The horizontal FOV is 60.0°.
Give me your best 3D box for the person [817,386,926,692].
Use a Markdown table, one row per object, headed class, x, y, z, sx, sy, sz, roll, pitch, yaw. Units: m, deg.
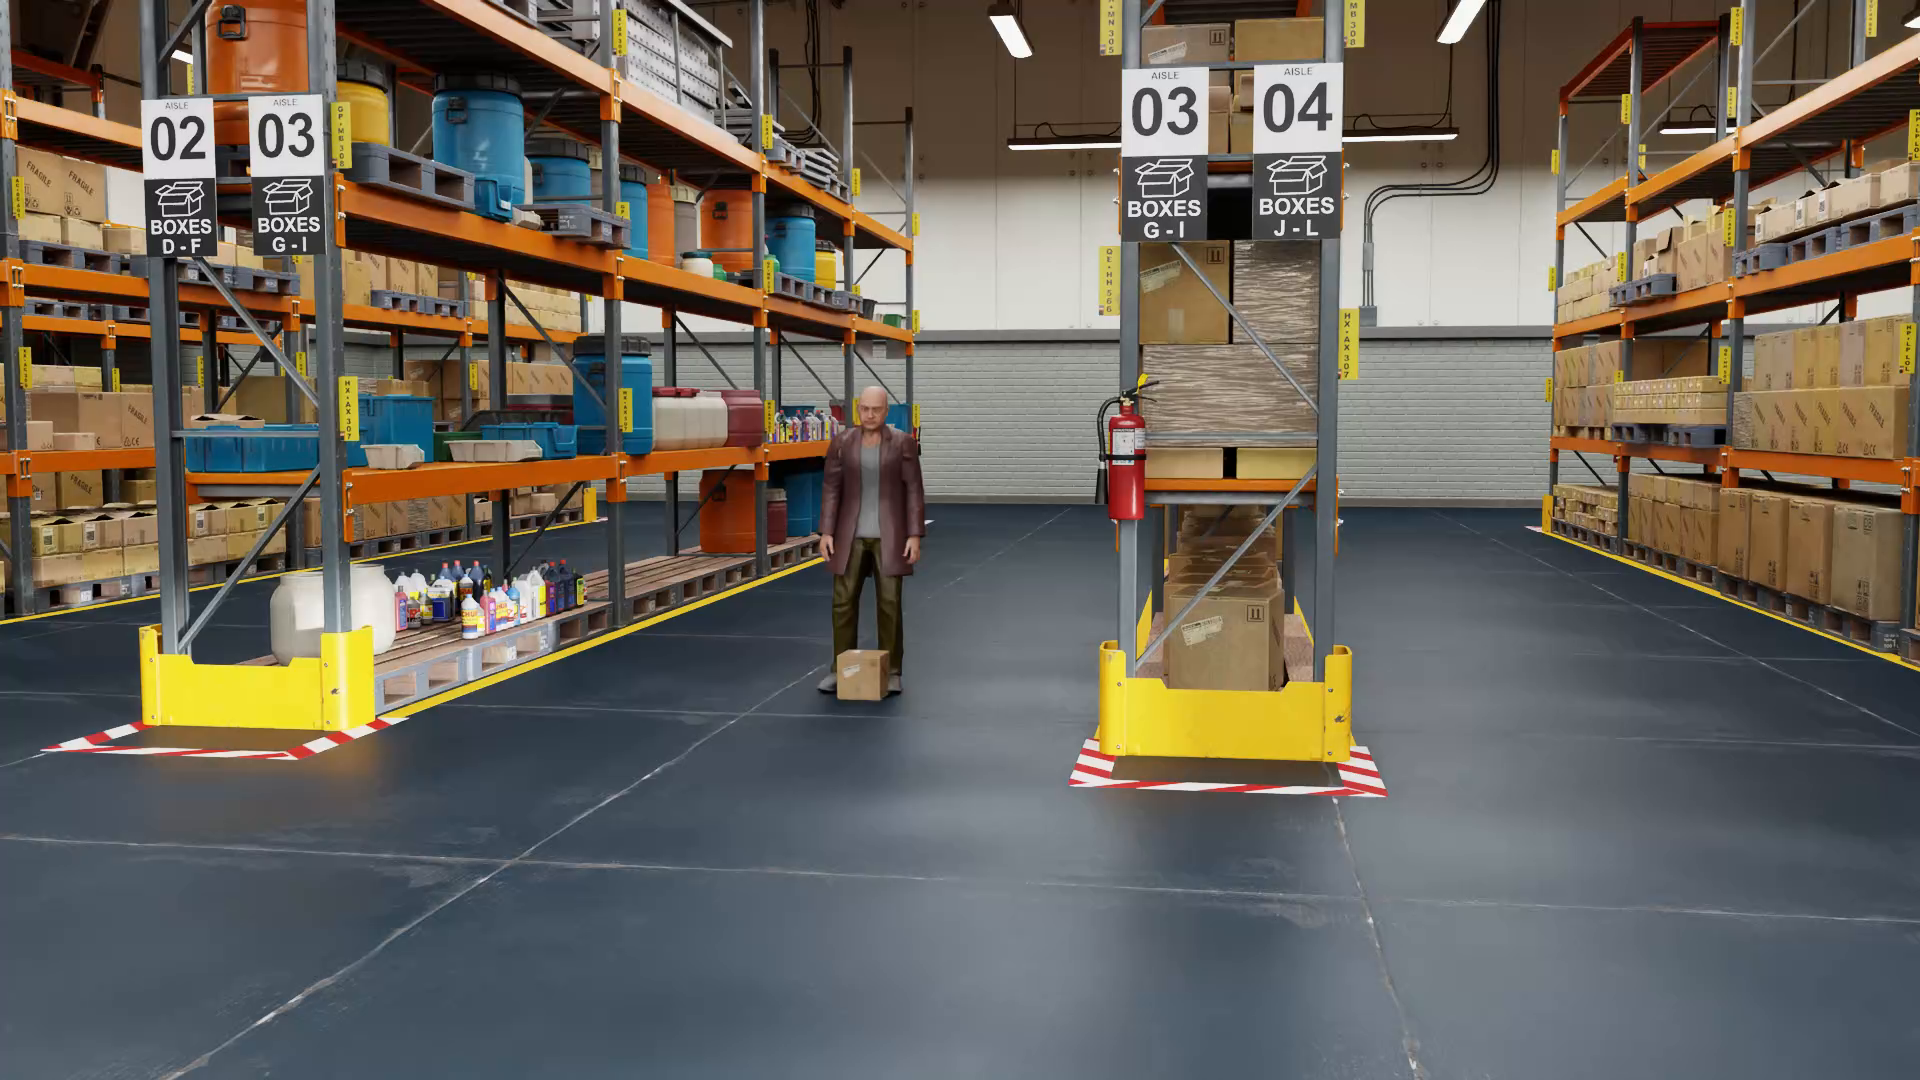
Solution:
| class | x | y | z | sx | sy | sz | roll | pitch | yaw |
| --- | --- | --- | --- | --- | --- | --- | --- | --- | --- |
| person | -0.518 | -0.008 | 9.693 | 0.640 | 1.772 | 0.428 | 0 | 4 | 6 |
